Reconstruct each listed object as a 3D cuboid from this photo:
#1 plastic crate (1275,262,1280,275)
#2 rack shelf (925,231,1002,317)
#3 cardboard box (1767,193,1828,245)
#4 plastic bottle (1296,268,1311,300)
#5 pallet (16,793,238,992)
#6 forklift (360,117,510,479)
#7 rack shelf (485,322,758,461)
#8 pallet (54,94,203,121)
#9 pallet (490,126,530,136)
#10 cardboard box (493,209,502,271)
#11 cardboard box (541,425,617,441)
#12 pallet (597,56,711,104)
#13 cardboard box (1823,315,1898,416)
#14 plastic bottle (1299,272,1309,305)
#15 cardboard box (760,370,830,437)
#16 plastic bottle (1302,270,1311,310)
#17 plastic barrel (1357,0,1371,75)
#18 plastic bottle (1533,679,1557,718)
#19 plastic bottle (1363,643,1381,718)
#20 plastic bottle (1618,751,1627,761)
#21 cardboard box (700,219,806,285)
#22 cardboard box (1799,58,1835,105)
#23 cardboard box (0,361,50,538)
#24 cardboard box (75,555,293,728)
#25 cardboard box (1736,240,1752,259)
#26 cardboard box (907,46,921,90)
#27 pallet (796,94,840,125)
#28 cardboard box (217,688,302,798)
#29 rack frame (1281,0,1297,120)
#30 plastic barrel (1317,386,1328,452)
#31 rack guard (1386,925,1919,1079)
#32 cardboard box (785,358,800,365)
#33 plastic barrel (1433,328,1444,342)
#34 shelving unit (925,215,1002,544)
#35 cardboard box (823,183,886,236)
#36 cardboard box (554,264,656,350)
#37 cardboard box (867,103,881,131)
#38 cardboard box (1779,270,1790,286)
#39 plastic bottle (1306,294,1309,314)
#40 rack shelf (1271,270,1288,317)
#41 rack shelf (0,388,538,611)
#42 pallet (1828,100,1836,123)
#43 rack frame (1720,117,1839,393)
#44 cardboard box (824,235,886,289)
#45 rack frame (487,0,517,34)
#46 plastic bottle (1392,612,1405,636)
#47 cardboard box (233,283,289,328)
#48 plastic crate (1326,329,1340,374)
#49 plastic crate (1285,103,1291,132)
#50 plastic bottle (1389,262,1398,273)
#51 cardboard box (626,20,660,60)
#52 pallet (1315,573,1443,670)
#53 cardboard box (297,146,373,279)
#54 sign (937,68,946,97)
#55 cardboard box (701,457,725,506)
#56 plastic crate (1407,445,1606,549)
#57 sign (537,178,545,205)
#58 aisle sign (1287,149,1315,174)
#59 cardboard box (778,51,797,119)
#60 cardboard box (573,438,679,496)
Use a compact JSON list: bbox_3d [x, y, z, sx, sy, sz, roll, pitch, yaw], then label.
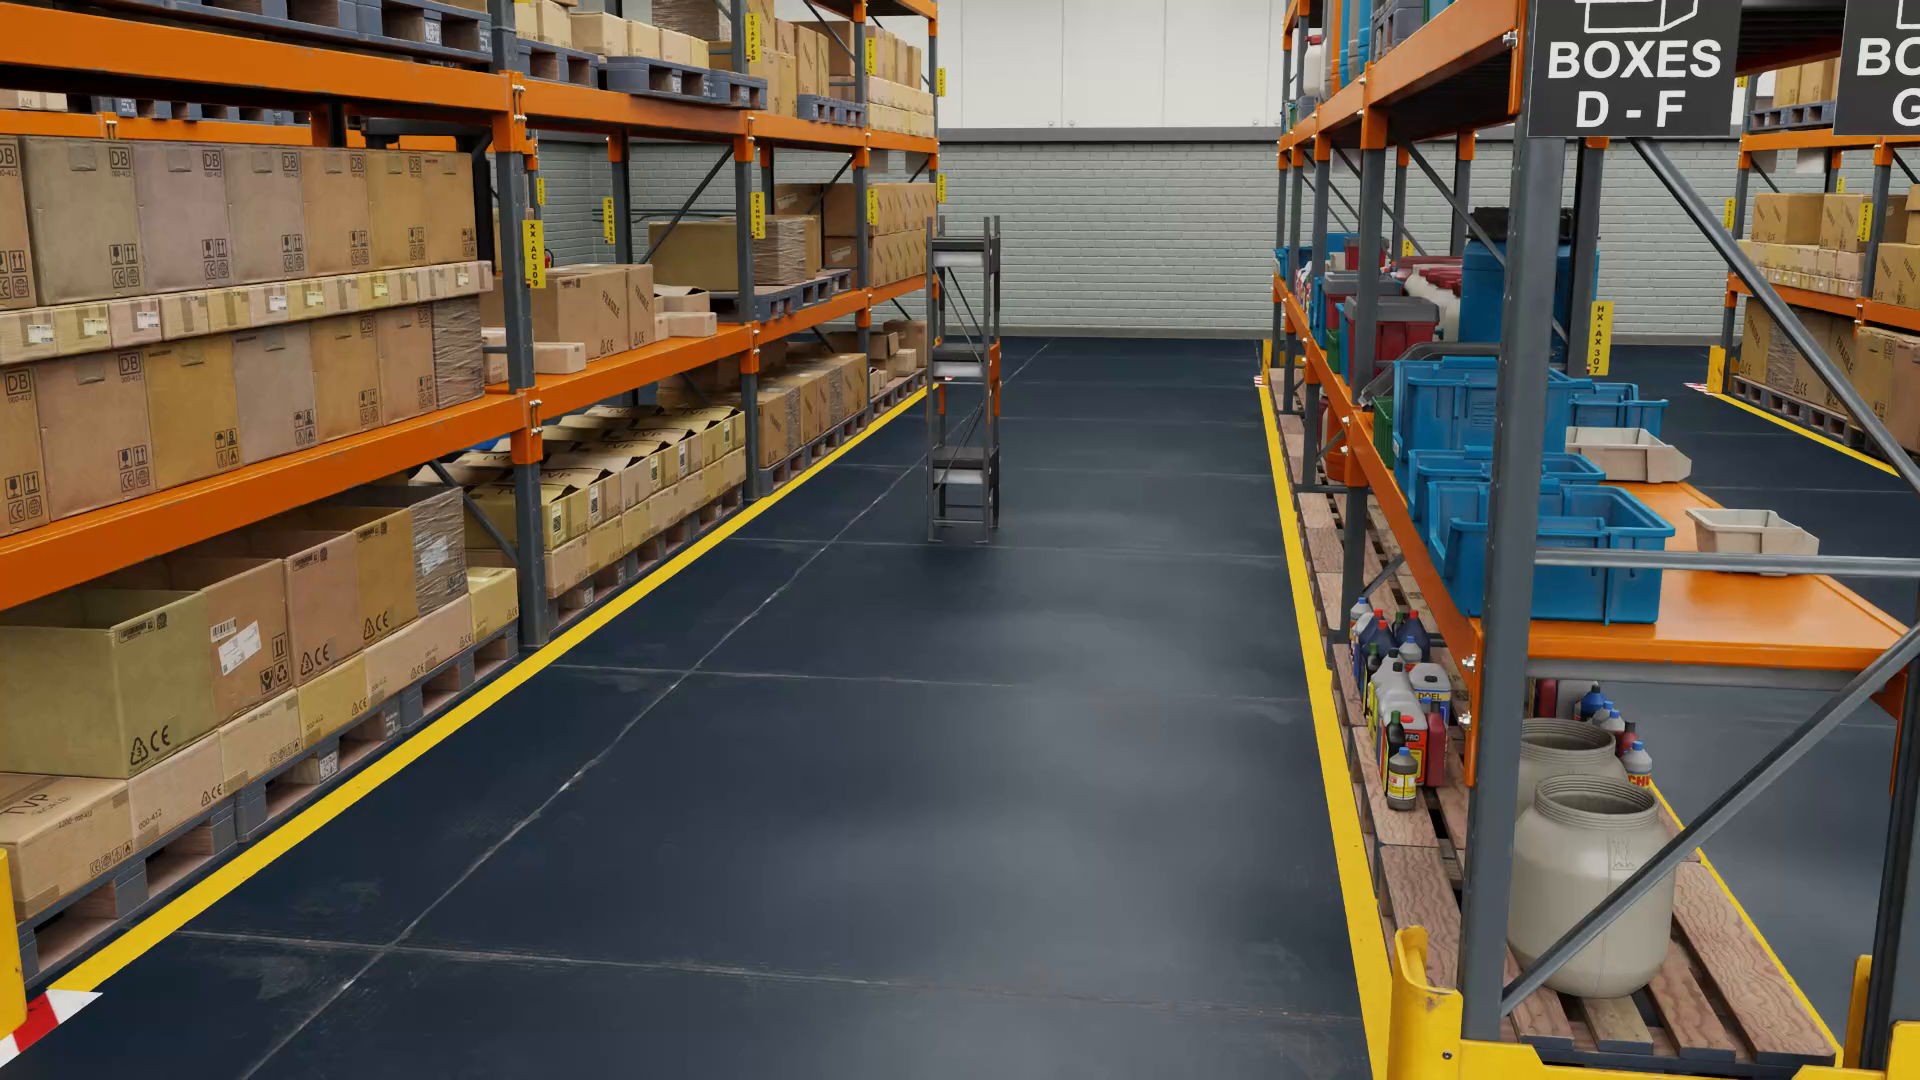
[{"bbox_3d":[3.532,-2.930,17.951,0.250,0.136,0.298,2,12,9],"label":"plastic crate"},{"bbox_3d":[0.025,-1.732,10.787,0.431,0.518,0.480,2,12,9],"label":"rack shelf"},{"bbox_3d":[8.533,-3.250,16.825,0.500,0.500,0.500,2,12,7],"label":"cardboard box"},{"bbox_3d":[3.011,-2.222,14.477,0.152,0.276,0.135,2,12,9],"label":"plastic bottle"},{"bbox_3d":[-3.148,1.097,5.404,1.003,0.211,1.213,2,12,9],"label":"pallet"},{"bbox_3d":[-4.445,-2.091,13.741,1.130,2.935,3.031,-7,14,-28],"label":"forklift"},{"bbox_3d":[-2.302,-1.003,10.236,1.077,0.370,4.000,2,12,9],"label":"rack shelf"},{"bbox_3d":[-6.843,-3.441,13.167,1.213,0.211,1.003,2,12,11],"label":"pallet"},{"bbox_3d":[-5.763,-4.865,19.536,1.003,0.211,1.213,2,12,9],"label":"pallet"},{"bbox_3d":[-5.828,-3.485,19.331,0.980,0.700,0.700,2,12,8],"label":"cardboard box"},{"bbox_3d":[-2.518,-0.591,10.816,0.500,0.311,0.500,2,12,7],"label":"cardboard box"},{"bbox_3d":[-2.179,-2.768,10.046,1.003,0.211,1.213,2,12,11],"label":"pallet"},{"bbox_3d":[8.590,-1.584,15.268,0.875,0.875,0.875,2,12,9],"label":"cardboard box"},{"bbox_3d":[2.925,-2.105,13.936,0.152,0.276,0.135,2,12,9],"label":"plastic bottle"},{"bbox_3d":[-1.409,-1.172,14.201,0.500,0.500,0.500,1,12,7],"label":"cardboard box"},{"bbox_3d":[2.831,-2.020,13.363,0.144,0.351,0.185,2,12,9],"label":"plastic bottle"},{"bbox_3d":[2.148,-2.602,7.635,0.600,0.901,0.708,2,12,9],"label":"plastic barrel"},{"bbox_3d":[2.257,0.616,6.416,0.061,0.283,0.133,2,12,9],"label":"plastic bottle"},{"bbox_3d":[1.655,0.562,6.667,0.061,0.283,0.133,2,12,11],"label":"plastic bottle"},{"bbox_3d":[2.272,0.819,5.669,0.097,0.201,0.097,0,12,0],"label":"plastic bottle"},{"bbox_3d":[-1.679,-2.344,13.517,0.700,0.500,0.500,4,13,19],"label":"cardboard box"},{"bbox_3d":[8.760,-4.552,16.403,0.700,0.500,0.500,1,12,5],"label":"cardboard box"},{"bbox_3d":[-3.140,-0.252,4.803,0.700,0.500,0.500,2,12,9],"label":"cardboard box"},{"bbox_3d":[-2.783,0.353,5.984,0.500,0.500,0.500,2,12,9],"label":"cardboard box"},{"bbox_3d":[8.684,-3.096,17.888,0.500,0.250,0.500,2,12,7],"label":"cardboard box"},{"bbox_3d":[-0.826,-5.333,18.889,0.700,0.500,0.500,2,12,9],"label":"cardboard box"},{"bbox_3d":[-1.705,-3.629,14.038,1.213,0.211,1.003,2,12,9],"label":"pallet"},{"bbox_3d":[-2.771,0.720,6.061,0.500,0.250,0.500,2,12,9],"label":"cardboard box"},{"bbox_3d":[4.130,-6.208,18.439,1.000,3.000,0.127,2,12,9],"label":"rack frame"},{"bbox_3d":[3.132,-0.974,13.120,0.600,0.588,0.708,2,12,9],"label":"plastic barrel"},{"bbox_3d":[1.635,1.260,3.960,1.175,0.500,0.348,2,12,9],"label":"rack guard"},{"bbox_3d":[-1.765,-1.393,15.225,0.500,0.500,0.500,2,12,9],"label":"cardboard box"},{"bbox_3d":[2.640,-0.980,8.750,0.301,0.262,0.301,0,12,0],"label":"plastic barrel"},{"bbox_3d":[0.025,-1.061,10.932,0.431,2.100,0.503,2,12,9],"label":"shelving unit"},{"bbox_3d":[-1.028,-3.231,16.253,0.500,0.500,0.500,2,12,10],"label":"cardboard box"},{"bbox_3d":[-2.236,-1.470,10.458,0.500,0.500,0.500,1,12,6],"label":"cardboard box"},{"bbox_3d":[-1.059,-4.090,16.088,0.500,0.250,0.500,2,12,9],"label":"cardboard box"},{"bbox_3d":[8.408,-2.609,16.574,0.380,0.149,0.250,2,12,7],"label":"cardboard box"},{"bbox_3d":[2.717,-1.824,12.809,0.097,0.201,0.097,0,12,0],"label":"plastic bottle"},{"bbox_3d":[3.823,-2.507,17.215,1.077,0.370,4.000,2,12,9],"label":"rack shelf"},{"bbox_3d":[-2.917,-0.171,6.372,1.077,0.370,4.000,2,12,9],"label":"rack shelf"},{"bbox_3d":[8.545,-3.875,14.945,1.003,0.211,1.213,2,12,9],"label":"pallet"},{"bbox_3d":[9.024,-3.115,18.327,1.000,3.000,0.127,2,12,9],"label":"rack frame"},{"bbox_3d":[-1.031,-2.750,16.397,0.500,0.500,0.500,2,12,10],"label":"cardboard box"},{"bbox_3d":[-2.609,-3.871,7.596,1.000,3.000,0.127,2,12,9],"label":"rack frame"},{"bbox_3d":[1.885,0.459,7.146,0.061,0.283,0.133,2,12,9],"label":"plastic bottle"},{"bbox_3d":[-2.714,-0.867,6.117,0.380,0.149,0.250,2,12,9],"label":"cardboard box"},{"bbox_3d":[2.274,-1.045,9.227,0.450,0.188,0.662,2,12,9],"label":"plastic crate"},{"bbox_3d":[3.484,-4.232,16.673,0.437,0.282,0.530,2,12,9],"label":"plastic crate"},{"bbox_3d":[3.669,-2.178,14.097,0.144,0.351,0.185,2,12,9],"label":"plastic bottle"},{"bbox_3d":[-2.170,-3.045,10.241,0.500,0.250,0.500,2,12,8],"label":"cardboard box"},{"bbox_3d":[2.367,0.421,8.538,1.003,0.211,1.213,2,12,9],"label":"pallet"},{"bbox_3d":[-2.825,-1.320,6.680,0.700,0.500,0.500,2,12,9],"label":"cardboard box"},{"bbox_3d":[-0.218,-5.314,19.308,0.100,0.325,0.005,2,12,9],"label":"sign"},{"bbox_3d":[-1.910,-0.408,11.294,0.500,0.250,0.500,2,12,8],"label":"cardboard box"},{"bbox_3d":[1.556,-0.121,4.787,0.499,0.251,0.408,2,12,9],"label":"plastic crate"},{"bbox_3d":[-5.125,-4.258,20.319,0.100,0.325,0.005,2,12,9],"label":"sign"},{"bbox_3d":[3.848,-4.571,18.912,0.394,0.787,0.004,2,12,9],"label":"aisle sign"},{"bbox_3d":[-1.802,-3.593,13.187,0.910,0.500,0.500,2,12,9],"label":"cardboard box"},{"bbox_3d":[-2.064,-0.472,10.262,0.500,0.311,0.500,2,12,10],"label":"cardboard box"}]
